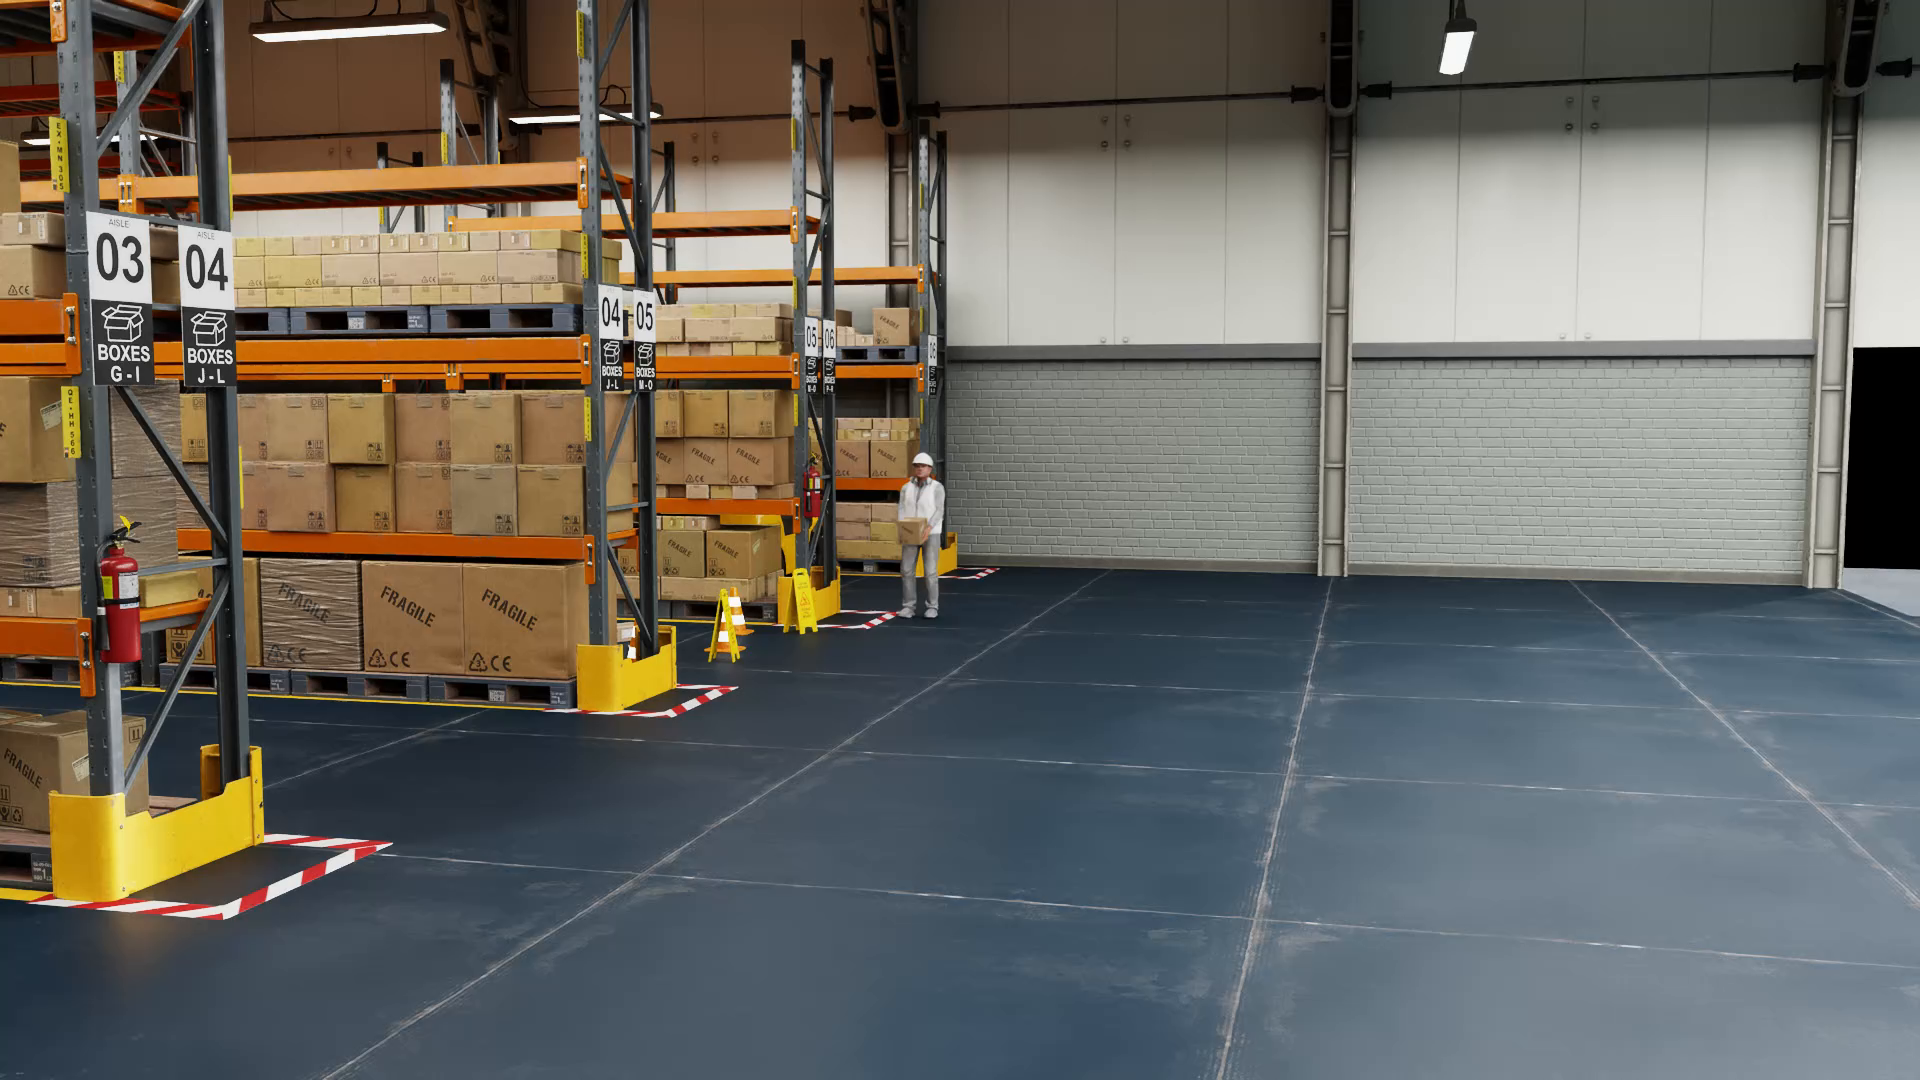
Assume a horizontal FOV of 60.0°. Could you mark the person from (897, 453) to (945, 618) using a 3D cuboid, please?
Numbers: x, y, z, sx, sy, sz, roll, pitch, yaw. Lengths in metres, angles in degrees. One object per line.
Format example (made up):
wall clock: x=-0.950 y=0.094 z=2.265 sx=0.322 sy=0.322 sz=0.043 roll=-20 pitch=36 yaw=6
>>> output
person: x=-0.436 y=-0.050 z=17.919 sx=0.528 sy=1.778 sz=0.529 roll=2 pitch=5 yaw=18
